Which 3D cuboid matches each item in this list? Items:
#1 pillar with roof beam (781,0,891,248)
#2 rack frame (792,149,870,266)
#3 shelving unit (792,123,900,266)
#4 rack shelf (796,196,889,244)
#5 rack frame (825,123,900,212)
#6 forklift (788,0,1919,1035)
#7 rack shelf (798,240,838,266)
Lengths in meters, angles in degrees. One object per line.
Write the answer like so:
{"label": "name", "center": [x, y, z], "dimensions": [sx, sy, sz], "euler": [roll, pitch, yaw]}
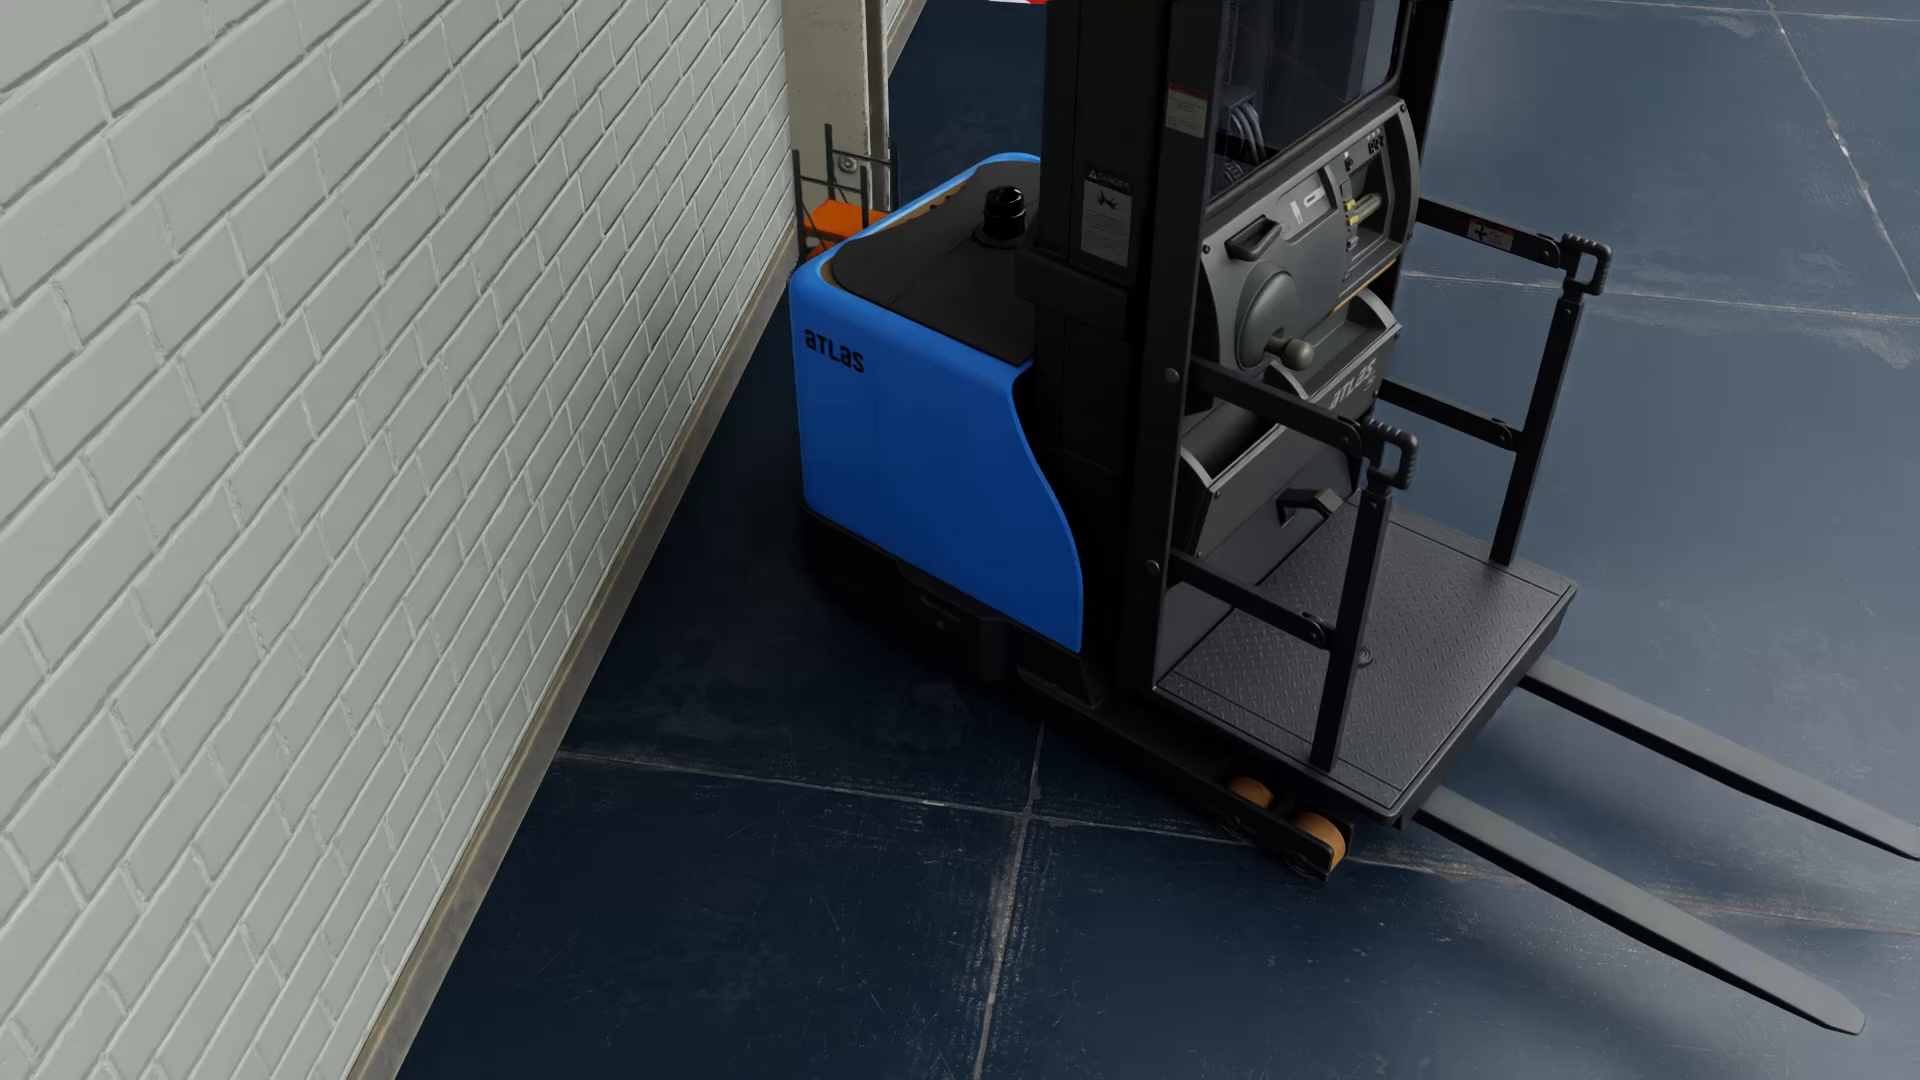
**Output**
{"label": "pillar with roof beam", "center": [3.768, -4.282, 3.367], "dimensions": [9.100, 9.000, 0.400], "euler": [6, 40, 8]}
{"label": "rack frame", "center": [-0.366, -0.609, 5.045], "dimensions": [0.240, 1.200, 0.006], "euler": [18, 43, 20]}
{"label": "shelving unit", "center": [-0.326, -0.661, 5.108], "dimensions": [0.258, 1.200, 0.189], "euler": [18, 43, 20]}
{"label": "rack shelf", "center": [-0.326, -0.905, 4.907], "dimensions": [0.258, 0.103, 0.180], "euler": [18, 43, 20]}
{"label": "rack frame", "center": [-0.285, -0.714, 5.171], "dimensions": [0.240, 1.200, 0.006], "euler": [18, 43, 20]}
{"label": "forklift", "center": [0.985, -0.659, 3.747], "dimensions": [3.031, 2.935, 1.130], "euler": [27, 47, 29]}
{"label": "rack shelf", "center": [-0.326, -0.812, 4.984], "dimensions": [0.258, 0.103, 0.180], "euler": [18, 43, 20]}
